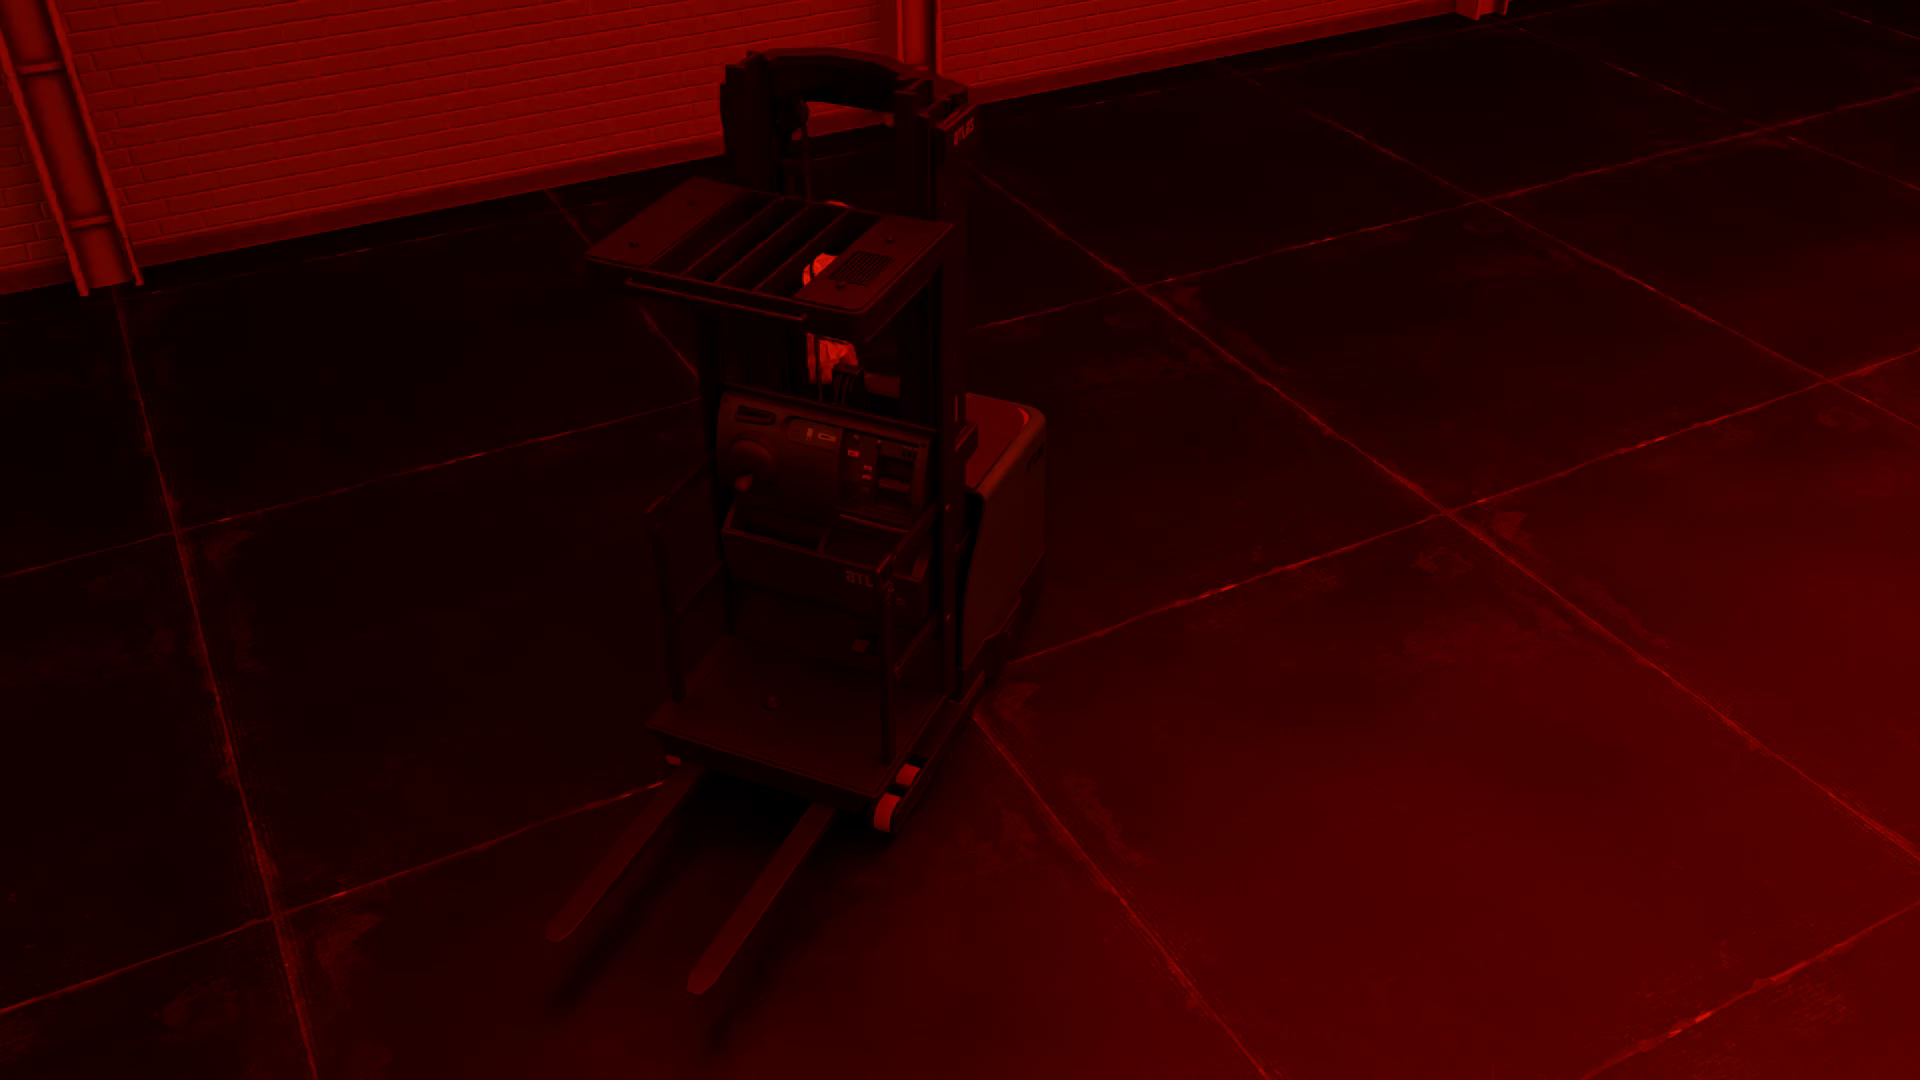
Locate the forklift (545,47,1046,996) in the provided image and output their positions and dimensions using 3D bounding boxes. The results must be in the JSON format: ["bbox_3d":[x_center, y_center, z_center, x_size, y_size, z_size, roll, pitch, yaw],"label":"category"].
[{"bbox_3d":[-0.637,-0.257,6.487,1.130,2.935,3.031,14,38,19],"label":"forklift"}]

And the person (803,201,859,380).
[{"bbox_3d":[-0.687,-1.011,8.684,0.466,1.639,0.796,6,36,9],"label":"person"}]
